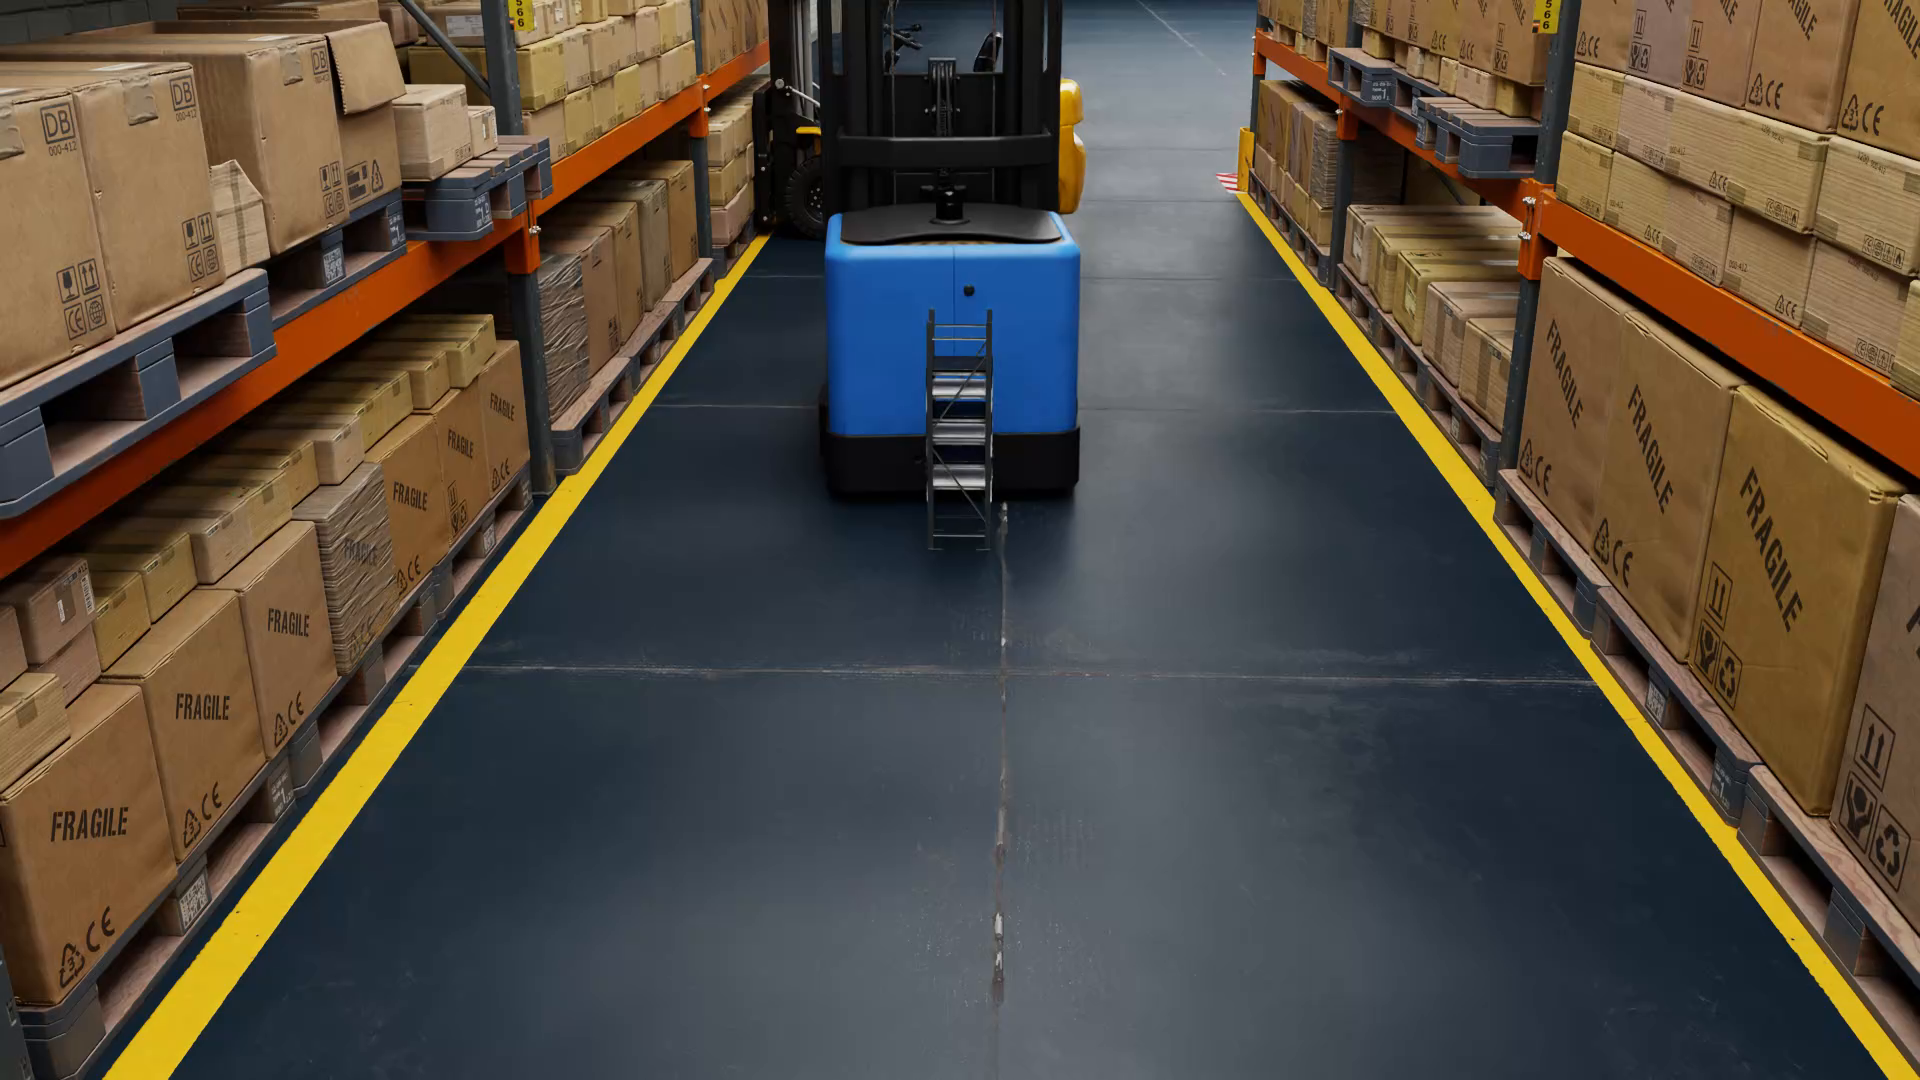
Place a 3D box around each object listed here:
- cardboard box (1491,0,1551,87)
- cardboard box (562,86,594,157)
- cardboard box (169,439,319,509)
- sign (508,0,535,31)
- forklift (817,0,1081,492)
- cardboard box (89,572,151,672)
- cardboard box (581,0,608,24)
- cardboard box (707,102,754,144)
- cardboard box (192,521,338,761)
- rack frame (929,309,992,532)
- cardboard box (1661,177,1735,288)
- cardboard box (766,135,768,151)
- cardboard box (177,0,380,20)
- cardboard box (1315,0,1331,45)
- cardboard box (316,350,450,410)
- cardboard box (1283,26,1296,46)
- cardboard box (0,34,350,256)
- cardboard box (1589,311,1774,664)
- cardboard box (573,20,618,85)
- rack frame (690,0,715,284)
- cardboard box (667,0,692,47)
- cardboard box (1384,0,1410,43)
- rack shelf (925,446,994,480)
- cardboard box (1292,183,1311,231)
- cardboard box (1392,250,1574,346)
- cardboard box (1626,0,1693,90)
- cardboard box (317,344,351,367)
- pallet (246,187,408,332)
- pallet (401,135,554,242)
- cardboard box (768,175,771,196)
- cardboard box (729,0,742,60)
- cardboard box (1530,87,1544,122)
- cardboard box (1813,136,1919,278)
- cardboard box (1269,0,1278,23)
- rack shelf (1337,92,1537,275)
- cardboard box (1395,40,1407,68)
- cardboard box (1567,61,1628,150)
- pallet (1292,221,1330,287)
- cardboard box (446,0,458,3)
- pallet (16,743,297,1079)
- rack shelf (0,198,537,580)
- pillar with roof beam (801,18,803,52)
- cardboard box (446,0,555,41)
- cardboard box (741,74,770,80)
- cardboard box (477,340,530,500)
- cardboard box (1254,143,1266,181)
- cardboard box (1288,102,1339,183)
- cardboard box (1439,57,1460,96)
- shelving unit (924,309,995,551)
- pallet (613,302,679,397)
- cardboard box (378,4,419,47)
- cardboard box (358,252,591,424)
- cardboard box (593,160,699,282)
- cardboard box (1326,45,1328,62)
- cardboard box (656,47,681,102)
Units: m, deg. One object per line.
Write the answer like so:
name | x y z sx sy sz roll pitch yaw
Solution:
cardboard box | 2.477 -2.098 6.660 0.500 0.500 0.500 0 21 0
cardboard box | -1.943 -1.873 7.416 0.500 0.250 0.500 0 21 0
cardboard box | -2.109 -0.187 4.843 0.380 0.149 0.250 1 21 2
sign | -1.678 -2.103 6.312 0.100 0.325 0.005 1 21 2
forklift | -0.105 -2.052 7.765 1.130 2.935 3.031 -1 21 -3
cardboard box | -2.138 0.190 3.872 0.380 0.149 0.250 0 21 -1
cardboard box | -1.888 -2.531 7.870 0.380 0.149 0.250 1 21 3
cardboard box | -1.741 -2.966 11.864 0.500 0.250 0.500 1 21 3
cardboard box | -2.077 0.267 4.568 0.500 0.500 0.500 0 21 0
rack frame | 0.003 -0.453 6.453 0.240 0.900 0.006 1 21 2
cardboard box | 2.455 -0.930 4.987 0.500 0.250 0.500 1 21 3
cardboard box | -1.719 -2.914 12.422 0.500 0.250 0.500 1 21 1
cardboard box | -2.393 -1.661 5.944 0.500 0.500 0.500 2 21 4
cardboard box | 2.636 -3.531 10.933 0.500 0.500 0.500 1 21 3
cardboard box | -2.012 -0.561 5.806 0.380 0.149 0.250 0 21 0
cardboard box | 2.656 -3.833 12.608 0.380 0.149 0.250 1 21 3
cardboard box | -2.065 -1.043 4.351 0.700 0.500 0.500 1 21 1
cardboard box | 2.605 -0.184 5.212 0.875 0.875 0.875 1 21 2
cardboard box | -1.913 -2.294 7.811 0.500 0.250 0.500 0 21 0
rack frame | -2.099 -3.049 10.241 1.000 3.000 0.127 1 21 2
cardboard box | -1.858 -3.032 9.713 0.500 0.250 0.500 0 21 0
cardboard box | 2.518 -2.851 8.600 0.500 0.500 0.500 1 21 1
rack shelf | 0.000 -0.302 6.403 0.258 0.077 0.200 1 21 2
cardboard box | 2.618 -2.319 11.580 0.500 0.250 0.500 0 21 0
cardboard box | 2.811 -1.266 8.696 0.950 0.372 0.625 1 21 3
cardboard box | 2.476 -1.707 5.262 0.500 0.500 0.500 1 21 2
cardboard box | -2.548 -0.751 6.295 0.380 0.149 0.250 2 21 4
pallet | -2.275 -0.810 4.736 1.003 0.211 1.213 1 21 2
pallet | -2.171 -1.268 5.915 1.213 0.211 1.003 1 21 2
cardboard box | -1.718 -2.688 12.529 0.500 0.250 0.500 1 21 3
cardboard box | -1.811 -3.625 11.587 0.500 0.500 0.500 0 21 1
cardboard box | 2.516 -1.750 6.658 0.380 0.149 0.250 1 21 4
cardboard box | 2.407 -0.797 3.952 0.500 0.250 0.500 1 21 3
cardboard box | 2.680 -4.272 12.843 0.500 0.500 0.500 1 21 3
rack shelf | 2.802 -1.938 8.370 1.077 0.370 4.000 1 21 2
cardboard box | 2.532 -2.592 8.830 0.380 0.149 0.250 1 21 2
cardboard box | 2.478 -1.532 5.848 0.500 0.250 0.500 0 21 1
pallet | 2.847 -1.939 11.235 1.003 0.211 1.213 1 21 2
cardboard box | -2.425 -2.444 7.646 0.380 0.149 0.250 1 21 1
pallet | -2.355 0.849 4.050 1.003 0.211 1.213 1 21 2
rack shelf | -2.282 -0.545 4.780 1.077 0.370 4.000 1 21 2
pillar with roof beam | 1.769 -11.342 23.320 9.100 9.000 0.400 1 21 2
cardboard box | -1.910 -2.161 6.916 0.380 0.149 0.250 1 21 3
cardboard box | -1.680 -3.706 13.771 0.500 0.250 0.500 1 21 3
cardboard box | -2.019 -0.478 6.490 0.500 0.500 0.500 1 21 3
cardboard box | 2.683 -3.068 13.509 0.500 0.250 0.500 0 21 1
cardboard box | 2.640 -2.845 11.898 0.500 0.500 0.500 2 21 4
cardboard box | 2.424 -2.129 7.637 0.380 0.149 0.250 1 21 3
shelving unit | 0.000 -0.417 6.359 0.258 0.900 0.210 1 21 2
pallet | -2.117 -1.040 8.918 1.003 0.211 1.213 1 21 2
cardboard box | -2.413 -2.072 6.687 0.380 0.149 0.250 1 21 3
cardboard box | -2.188 -0.917 7.448 0.875 0.625 0.625 1 21 3
cardboard box | -2.104 -1.949 10.108 0.875 0.625 0.625 2 21 4
cardboard box | 2.676 -3.272 11.162 0.380 0.149 0.250 0 21 1
cardboard box | -1.863 -2.612 9.323 0.500 0.250 0.500 1 21 1
